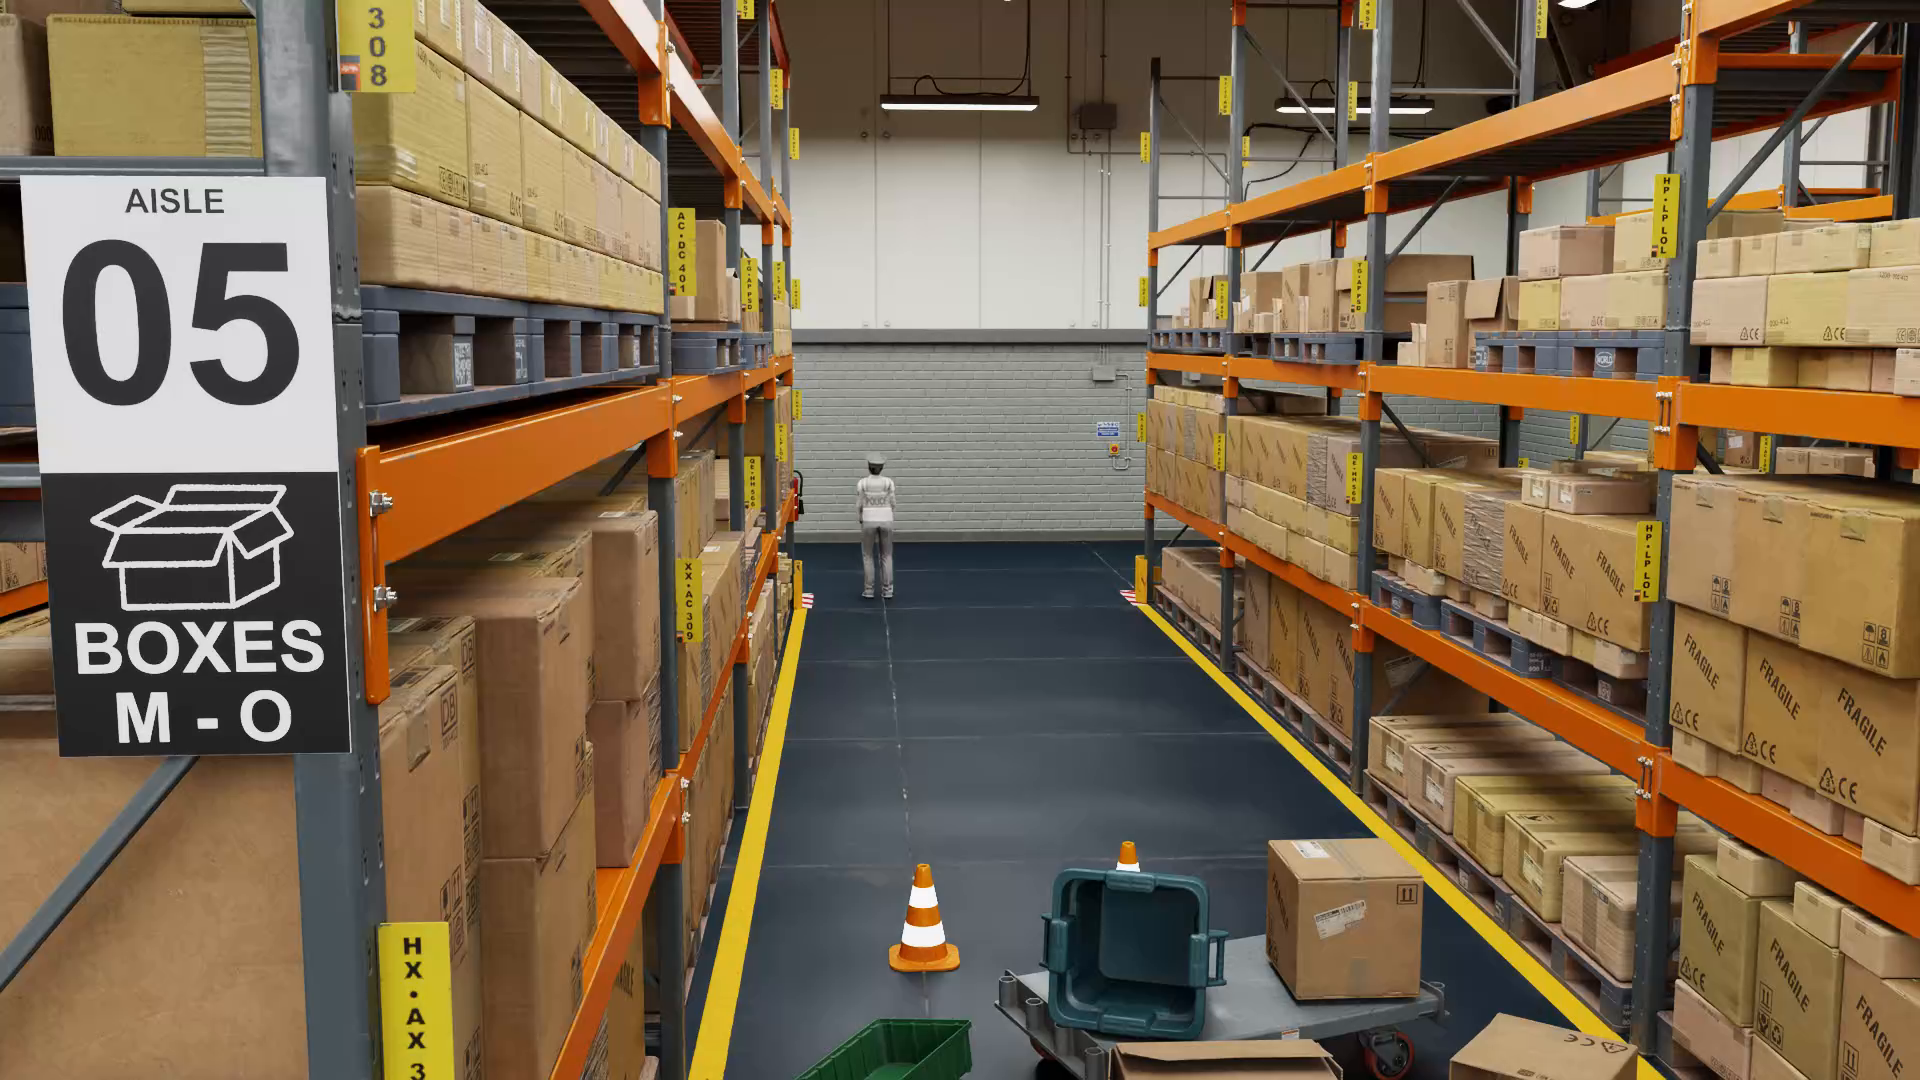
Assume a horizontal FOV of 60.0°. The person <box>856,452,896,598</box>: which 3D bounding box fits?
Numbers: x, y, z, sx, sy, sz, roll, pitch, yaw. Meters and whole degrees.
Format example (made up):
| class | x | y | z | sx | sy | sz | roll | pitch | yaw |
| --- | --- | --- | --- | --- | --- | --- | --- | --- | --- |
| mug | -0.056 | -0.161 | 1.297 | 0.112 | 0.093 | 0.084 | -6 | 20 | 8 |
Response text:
| class | x | y | z | sx | sy | sz | roll | pitch | yaw |
| --- | --- | --- | --- | --- | --- | --- | --- | --- | --- |
| person | -0.962 | -0.177 | 19.102 | 0.459 | 1.686 | 0.555 | -1 | 7 | -9 |
